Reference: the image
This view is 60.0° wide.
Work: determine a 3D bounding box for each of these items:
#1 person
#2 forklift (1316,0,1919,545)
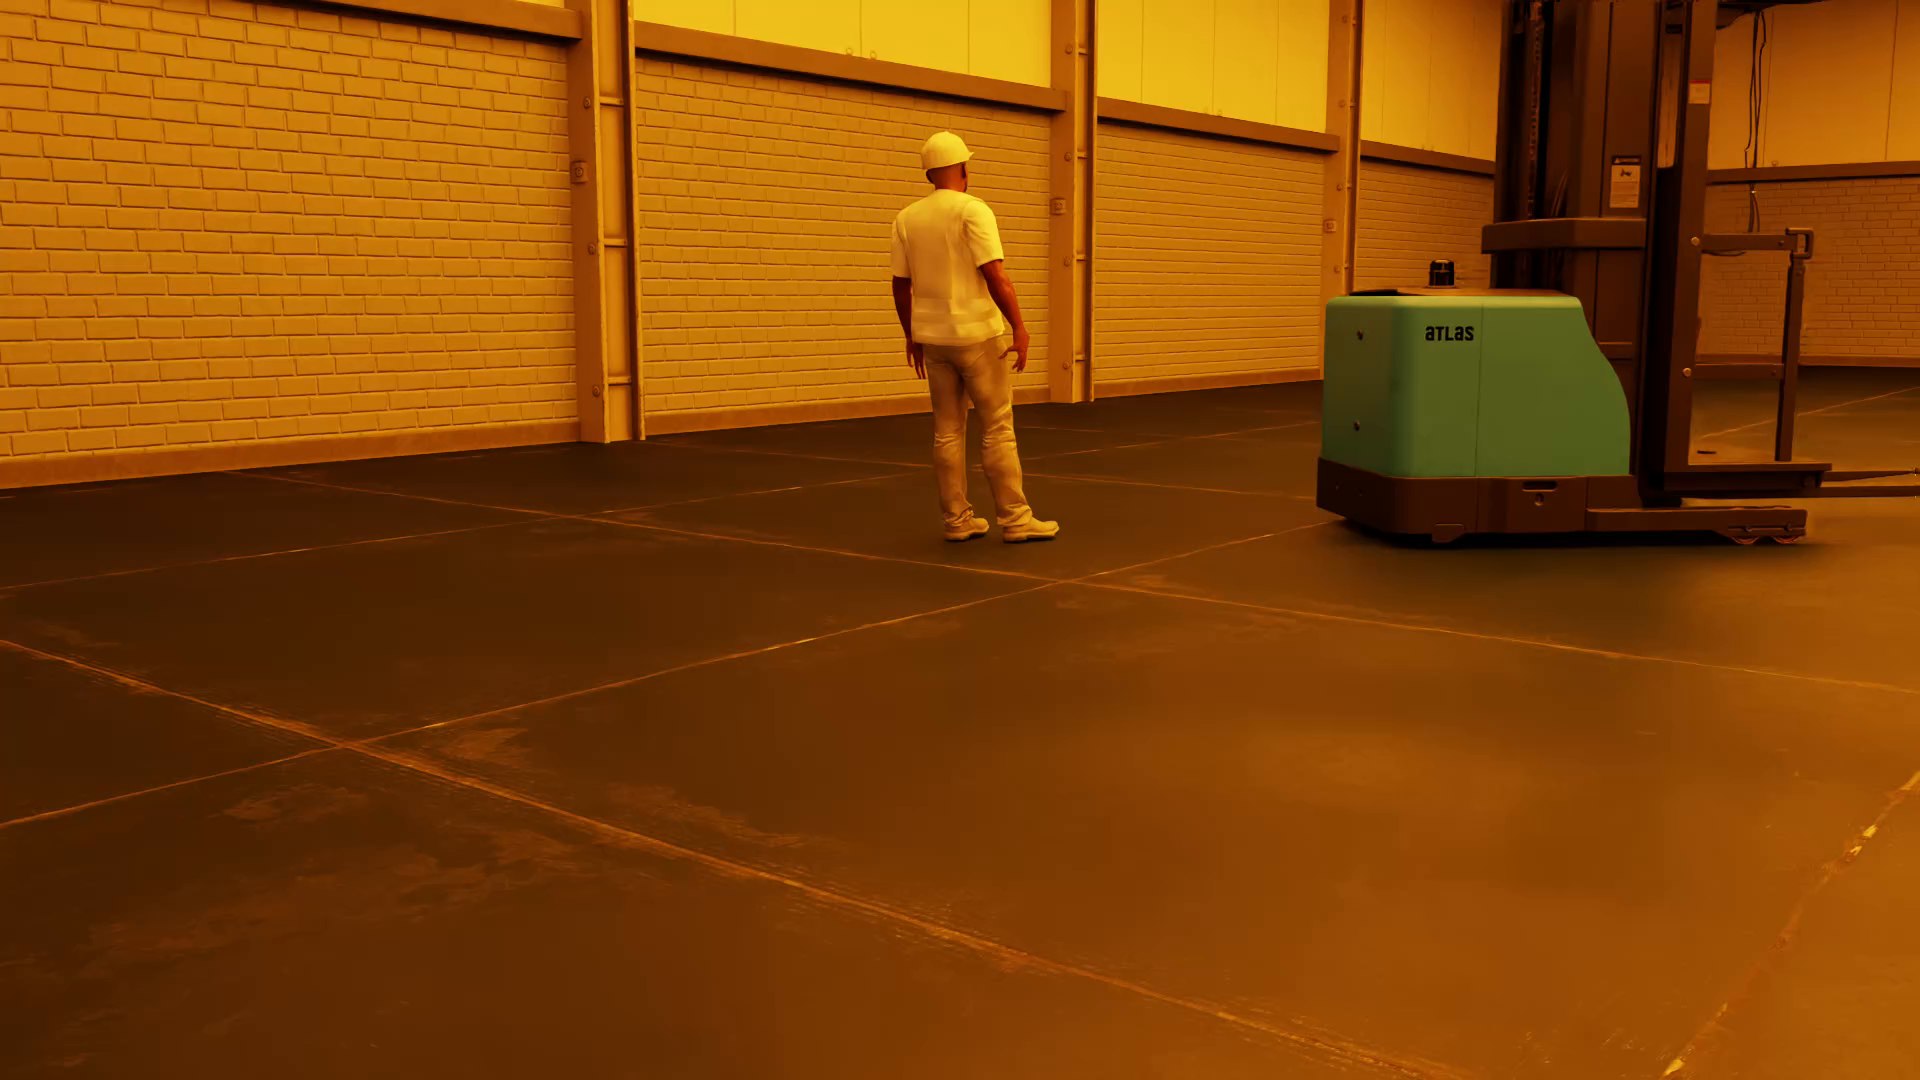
[{"bbox_3d":[0.048,-0.888,7.327,0.666,1.768,0.575,7,11,38],"label":"person"},{"bbox_3d":[3.271,-1.503,7.555,3.031,2.935,1.130,-1,8,-7],"label":"forklift"}]
